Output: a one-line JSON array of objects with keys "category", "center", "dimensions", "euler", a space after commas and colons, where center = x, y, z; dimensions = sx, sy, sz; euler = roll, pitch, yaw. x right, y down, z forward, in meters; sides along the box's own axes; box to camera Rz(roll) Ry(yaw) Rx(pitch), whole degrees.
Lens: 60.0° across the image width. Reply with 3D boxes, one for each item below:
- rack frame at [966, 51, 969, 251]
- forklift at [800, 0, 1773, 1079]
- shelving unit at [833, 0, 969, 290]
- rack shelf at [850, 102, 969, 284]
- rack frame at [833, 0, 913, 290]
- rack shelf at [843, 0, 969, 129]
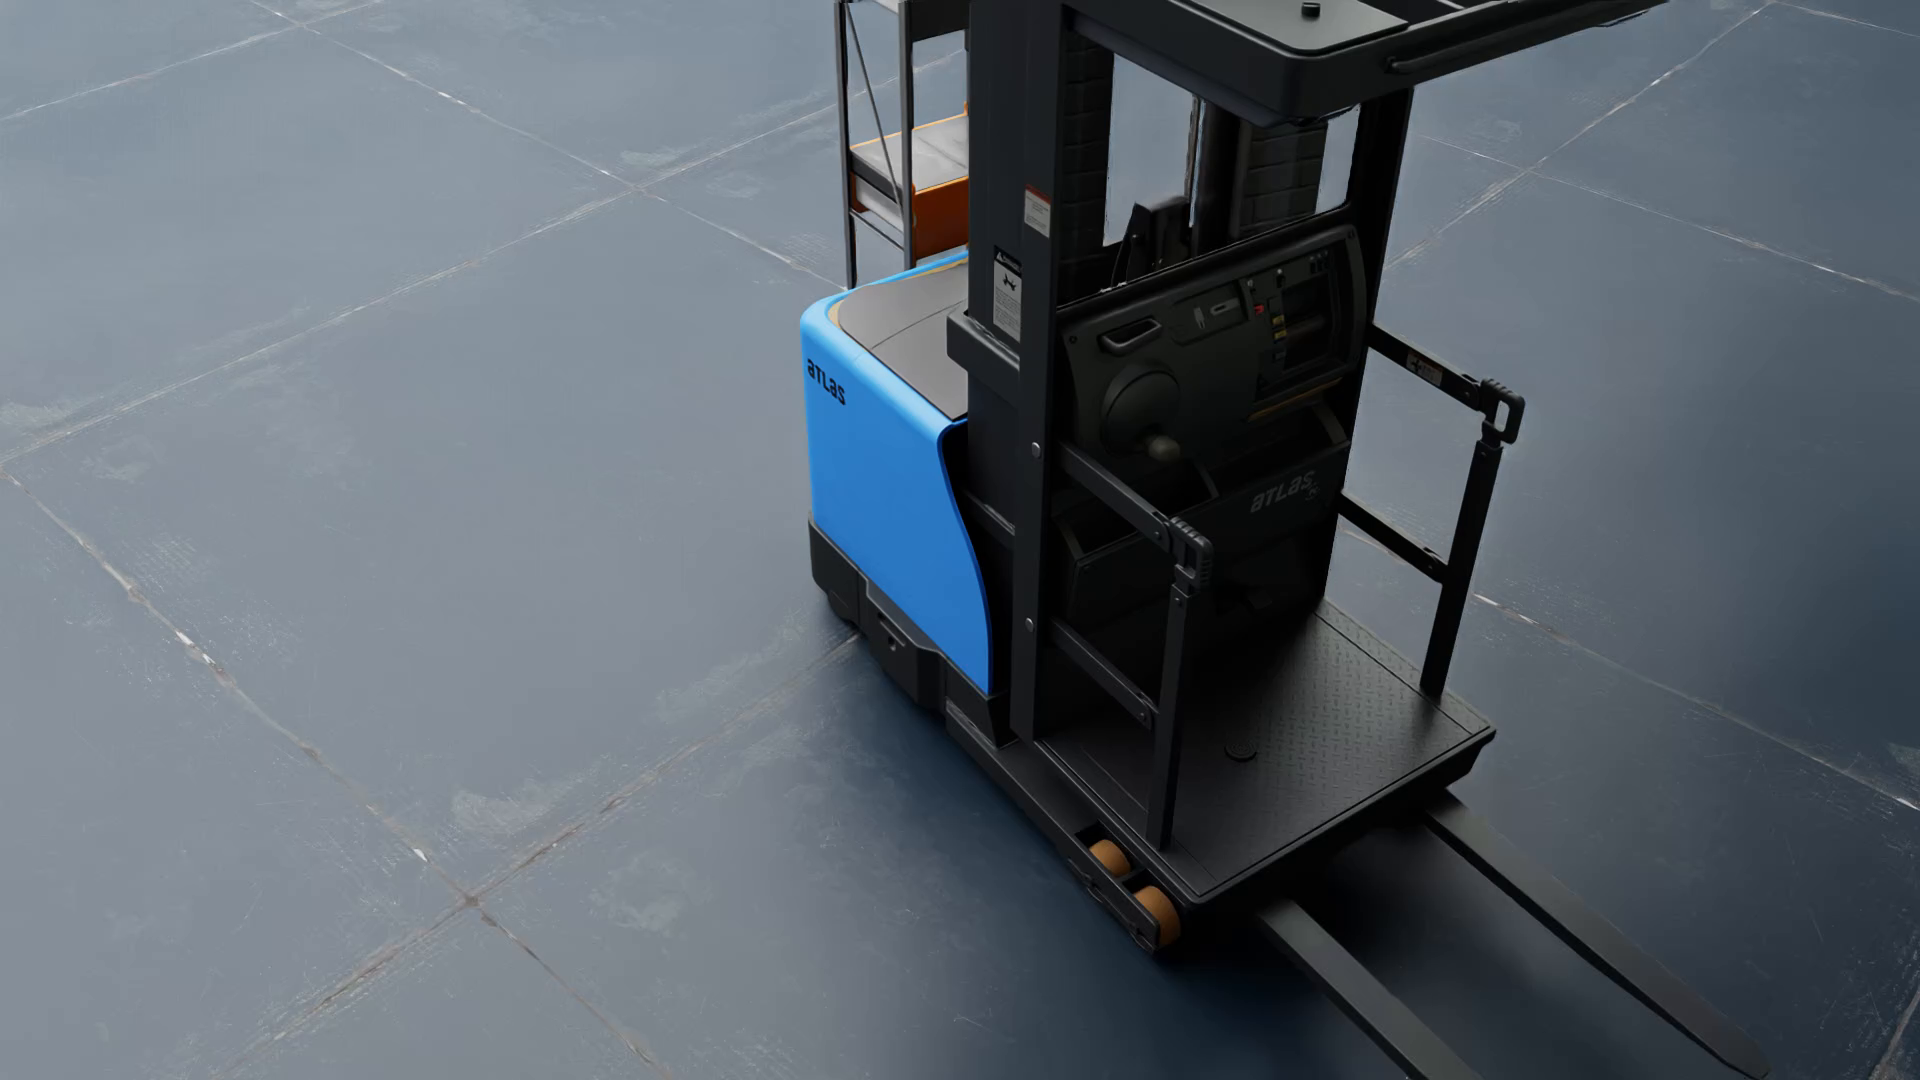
[{"category": "rack frame", "center": [0.141, -1.150, 5.509], "dimensions": [0.015, 2.100, 0.400], "euler": [-23, 44, -26]}, {"category": "forklift", "center": [0.757, -0.410, 3.911], "dimensions": [1.130, 2.935, 3.031], "euler": [-23, 44, -26]}, {"category": "shelving unit", "center": [-0.061, -1.064, 5.401], "dimensions": [0.503, 2.100, 0.431], "euler": [-23, 44, -26]}, {"category": "rack shelf", "center": [-0.061, -1.054, 5.410], "dimensions": [0.480, 0.518, 0.431], "euler": [-23, 44, -26]}, {"category": "rack frame", "center": [-0.262, -0.979, 5.294], "dimensions": [0.015, 2.100, 0.400], "euler": [-23, 44, -26]}, {"category": "rack shelf", "center": [-0.061, -1.602, 4.974], "dimensions": [0.480, 0.518, 0.431], "euler": [-23, 44, -26]}]
